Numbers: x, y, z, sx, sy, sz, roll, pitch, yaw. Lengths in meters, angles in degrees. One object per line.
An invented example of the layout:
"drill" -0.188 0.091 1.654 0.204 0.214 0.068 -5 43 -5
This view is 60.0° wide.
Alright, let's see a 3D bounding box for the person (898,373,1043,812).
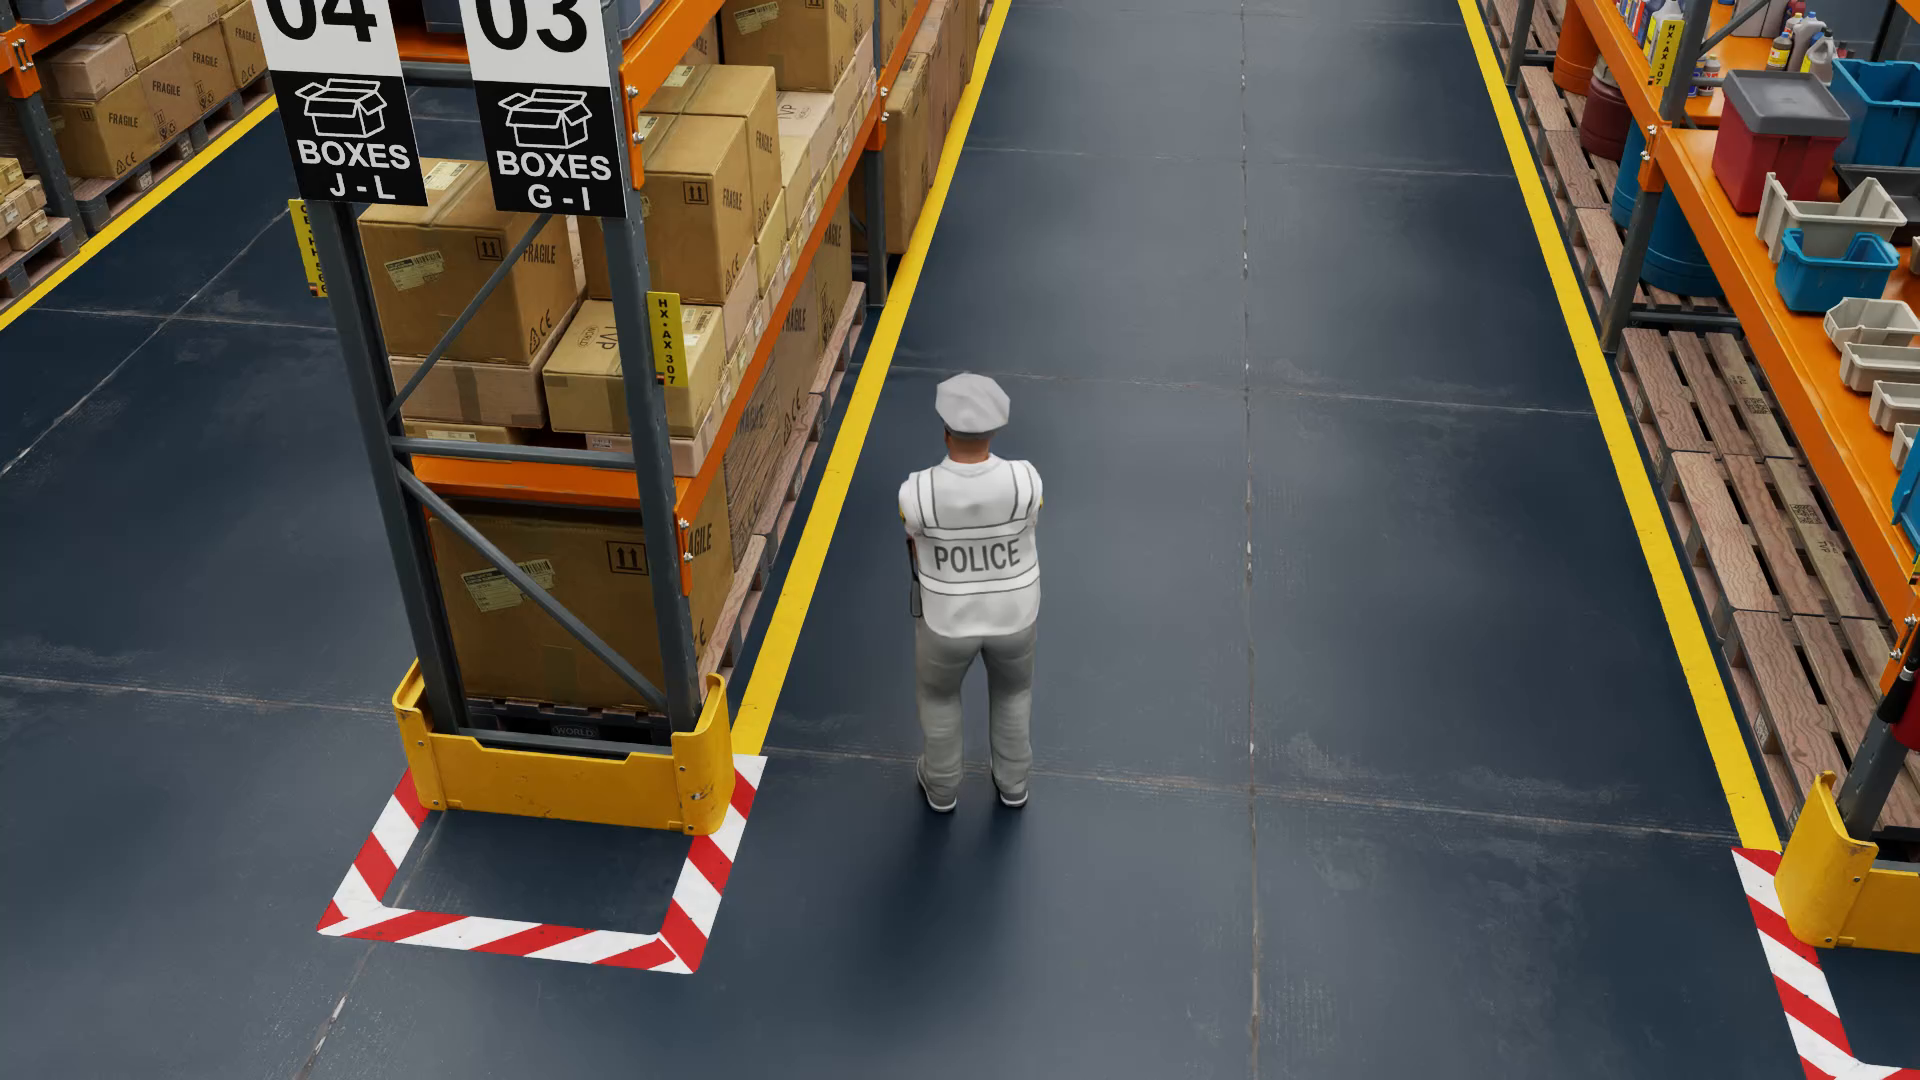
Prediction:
"person" 0.028 0.191 5.871 0.490 1.768 0.573 -5 36 -7
